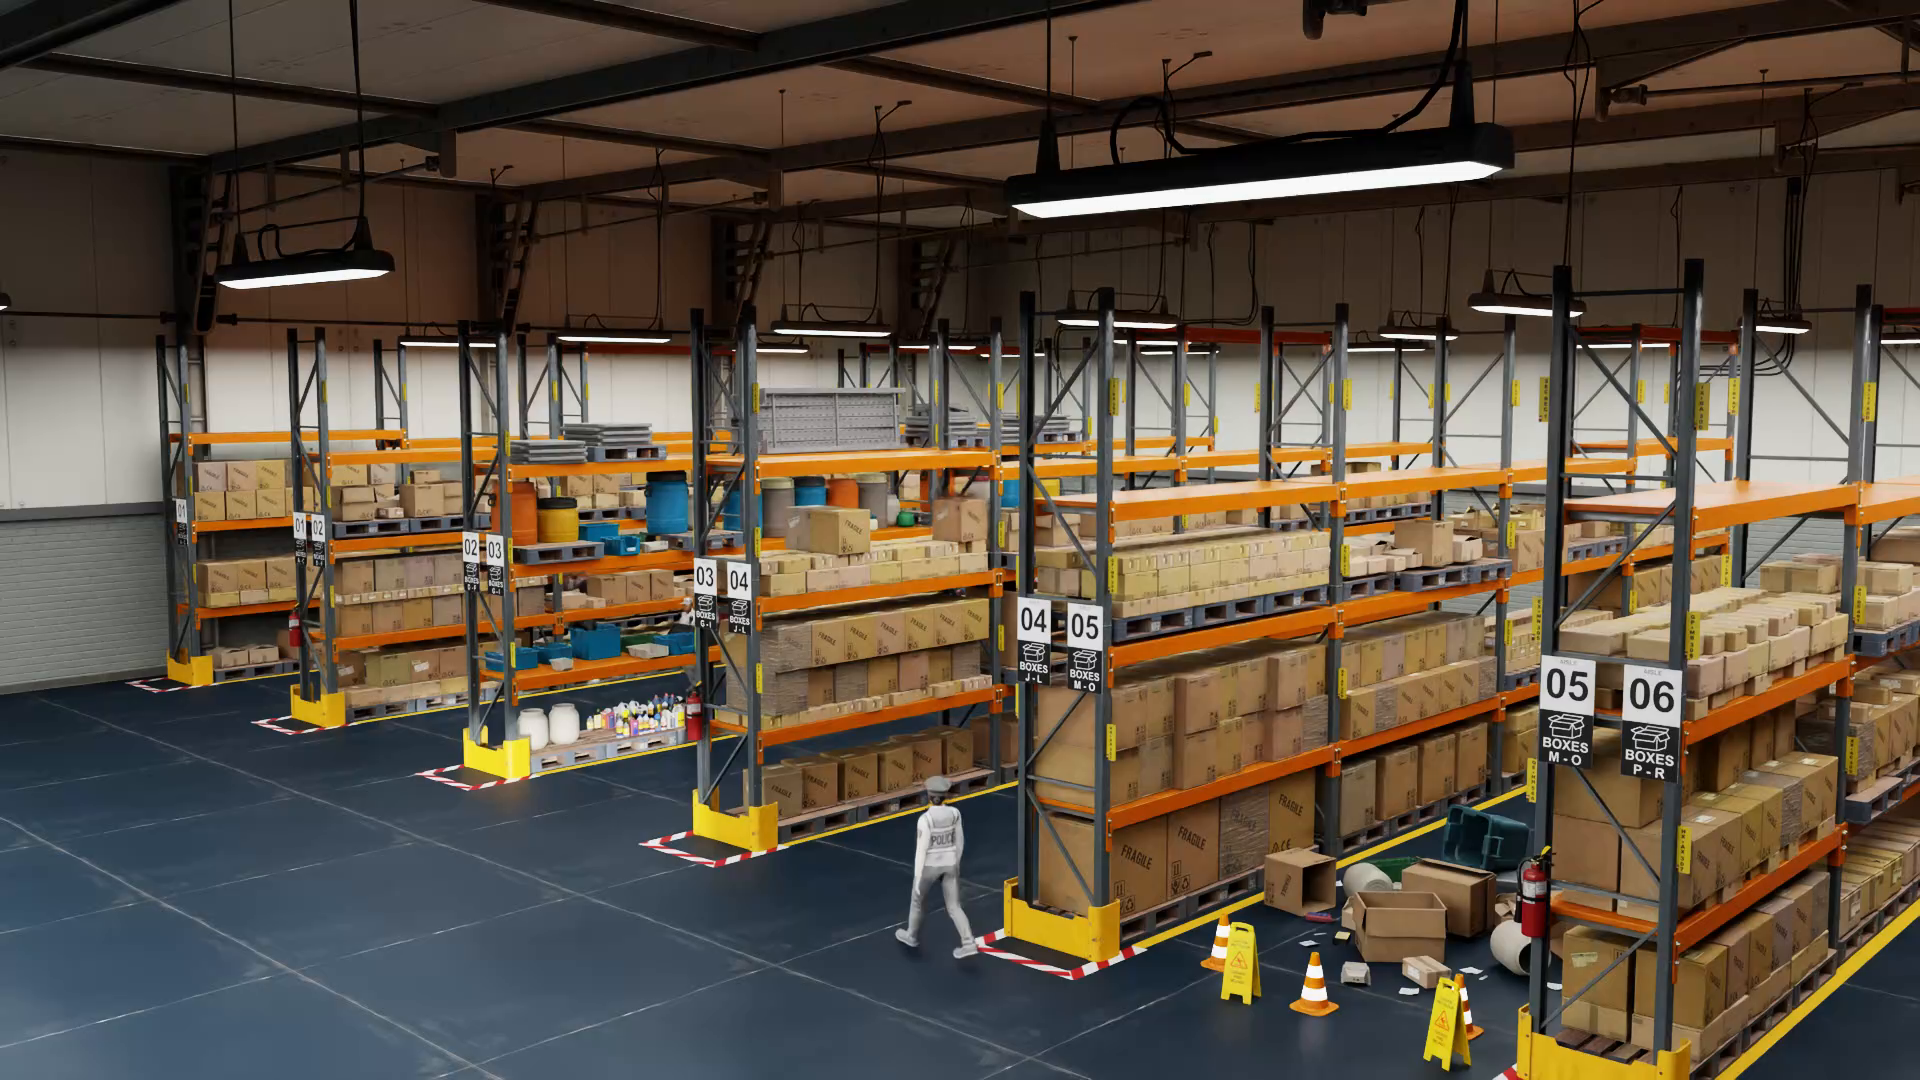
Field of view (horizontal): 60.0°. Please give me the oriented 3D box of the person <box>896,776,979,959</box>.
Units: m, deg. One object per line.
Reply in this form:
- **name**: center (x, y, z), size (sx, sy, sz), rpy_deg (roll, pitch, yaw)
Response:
- **person**: center (-0.196, 2.946, 15.018), size (0.553, 1.621, 1.064), rpy_deg (-3, 6, -27)

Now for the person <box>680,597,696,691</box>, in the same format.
- **person**: center (-4.473, 1.749, 27.995), size (0.567, 1.618, 0.573), rpy_deg (5, 7, 44)

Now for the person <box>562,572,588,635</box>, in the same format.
- **person**: center (-7.389, 1.302, 31.671), size (0.542, 1.715, 1.128), rpy_deg (4, 7, 38)
